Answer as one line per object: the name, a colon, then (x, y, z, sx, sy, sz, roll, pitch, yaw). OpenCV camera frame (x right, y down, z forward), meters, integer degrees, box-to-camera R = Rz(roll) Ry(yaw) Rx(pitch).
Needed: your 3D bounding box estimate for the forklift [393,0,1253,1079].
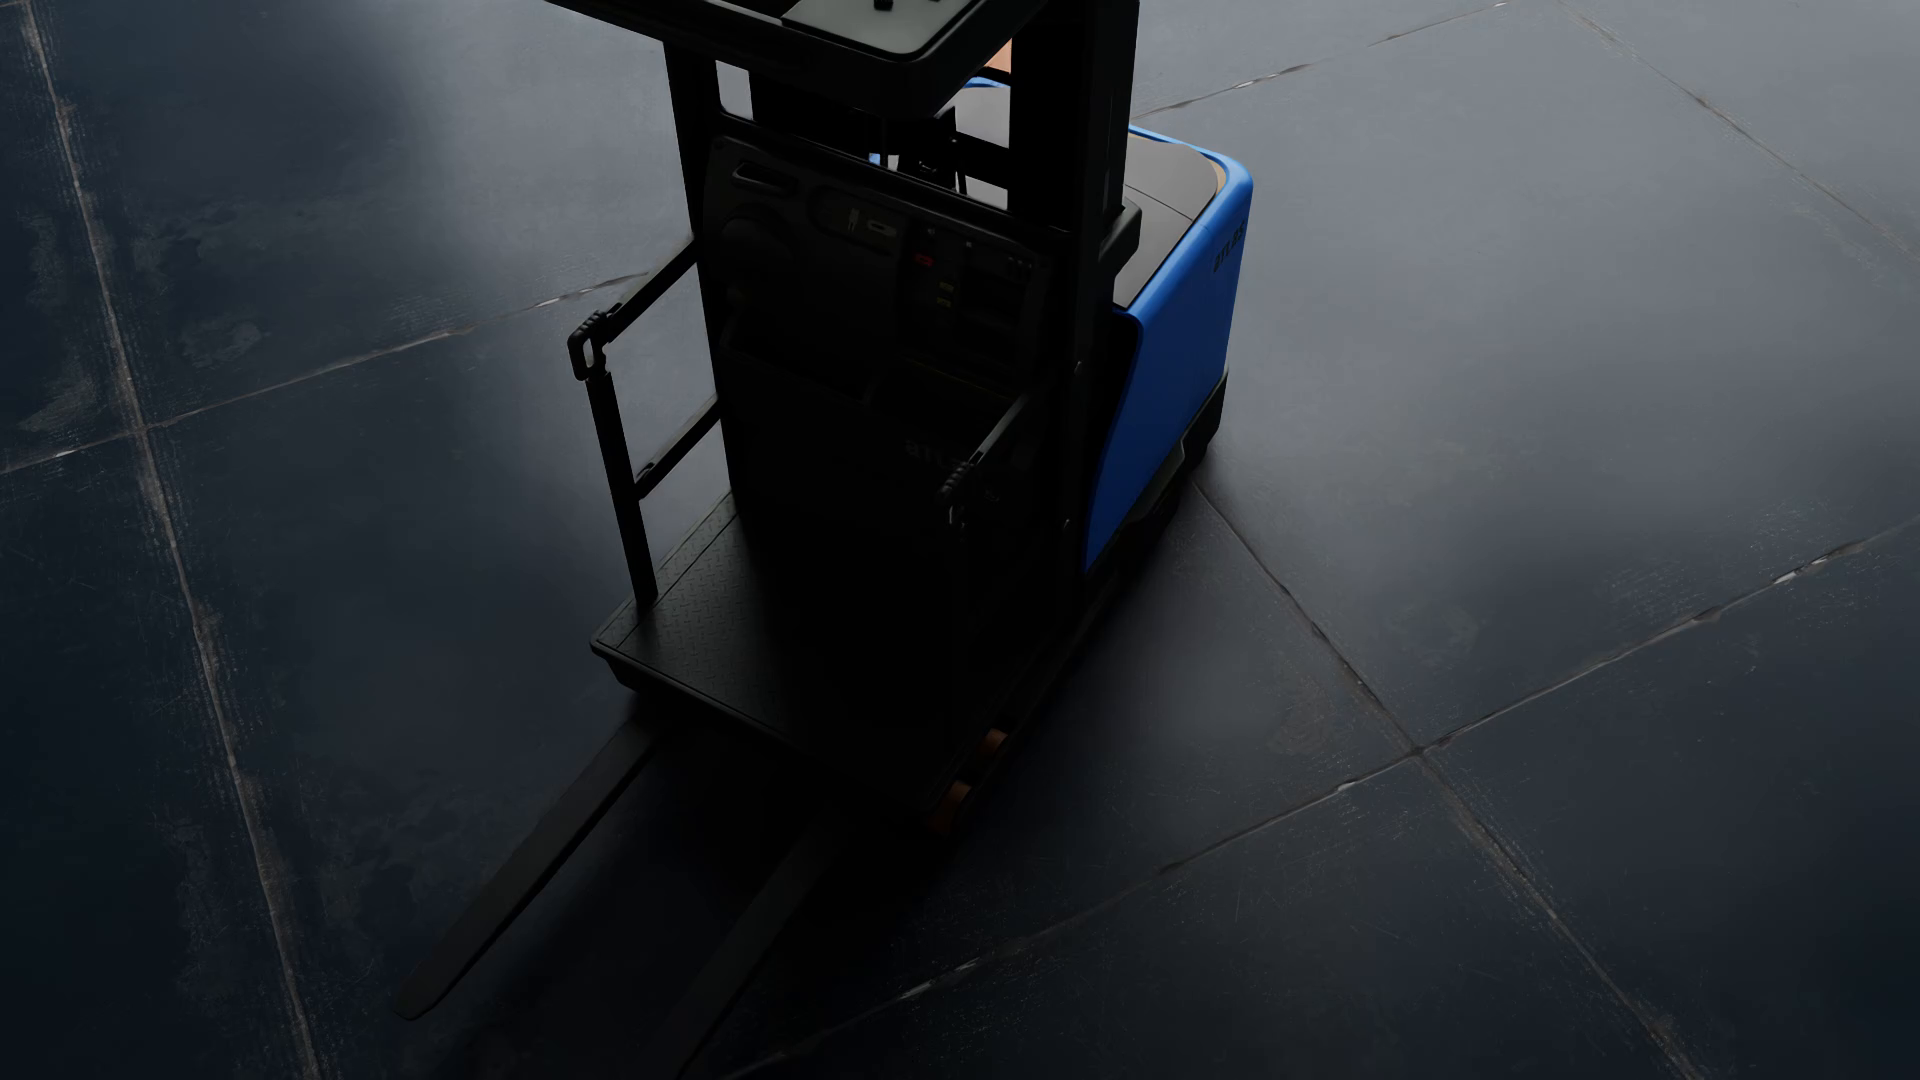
forklift: (-0.312, -0.557, 3.790, 1.130, 2.935, 3.031, 23, 53, 19)

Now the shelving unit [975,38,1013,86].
shelving unit: (0.115, -1.250, 5.544, 0.503, 1.200, 0.258, 22, 52, 18)

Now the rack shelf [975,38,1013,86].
rack shelf: (0.117, -1.510, 5.250, 0.480, 0.148, 0.258, 22, 52, 18)
